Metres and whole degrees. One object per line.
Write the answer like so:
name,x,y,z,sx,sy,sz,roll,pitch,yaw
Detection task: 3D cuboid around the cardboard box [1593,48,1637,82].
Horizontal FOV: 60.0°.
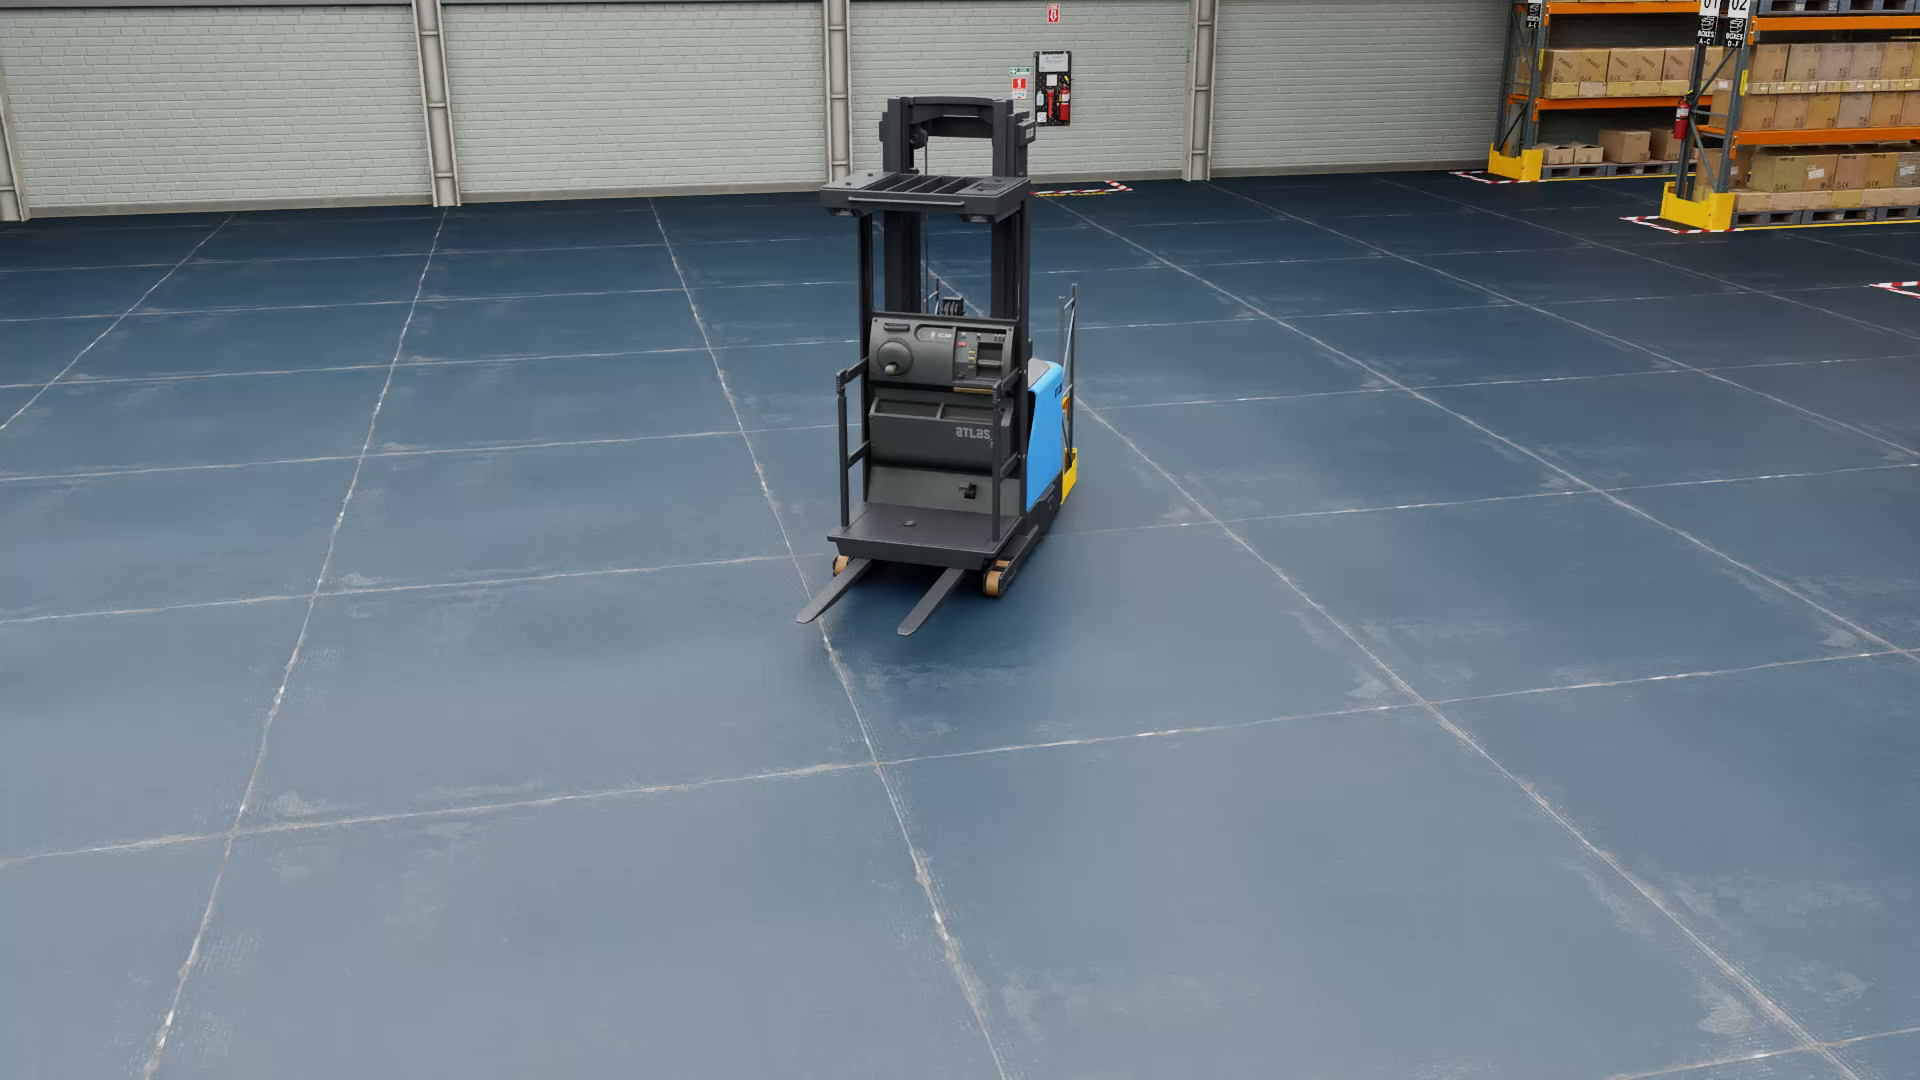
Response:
cardboard box,10.807,-7.862,27.515,0.500,0.500,0.500,-5,21,-14

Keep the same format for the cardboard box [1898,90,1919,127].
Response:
cardboard box,13.380,-6.184,23.689,0.500,0.500,0.700,-5,21,-13

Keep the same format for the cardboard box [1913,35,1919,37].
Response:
cardboard box,16.742,-8.713,29.011,0.250,0.149,0.380,-7,21,-20

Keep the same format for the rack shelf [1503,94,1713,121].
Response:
rack shelf,11.232,-7.380,28.145,4.000,0.370,1.077,-5,21,-12

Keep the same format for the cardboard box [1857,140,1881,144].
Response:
cardboard box,15.855,-7.149,29.464,0.500,0.500,0.700,-5,21,-13

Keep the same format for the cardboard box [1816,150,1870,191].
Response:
cardboard box,12.463,-5.245,23.569,0.500,0.500,0.500,-5,21,-12

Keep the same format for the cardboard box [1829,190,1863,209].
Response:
cardboard box,12.463,-4.893,23.699,0.500,0.250,0.500,-5,21,-12

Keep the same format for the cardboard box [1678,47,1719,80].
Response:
cardboard box,12.305,-7.984,27.849,0.500,0.500,0.500,-5,21,-13

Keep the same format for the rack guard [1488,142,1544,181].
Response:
rack guard,9.360,-6.391,28.036,0.348,0.500,1.175,-5,21,-12

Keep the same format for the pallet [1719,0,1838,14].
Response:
pallet,11.124,-7.315,22.692,1.213,0.211,1.003,-5,21,-12

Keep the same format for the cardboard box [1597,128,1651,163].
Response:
cardboard box,11.260,-6.703,28.247,0.500,0.500,0.700,-6,21,-16

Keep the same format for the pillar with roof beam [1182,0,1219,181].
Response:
pillar with roof beam,4.920,-8.805,22.269,0.400,9.000,9.100,-5,21,-12

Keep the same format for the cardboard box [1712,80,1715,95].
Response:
cardboard box,12.787,-7.676,28.096,0.500,0.250,0.500,-5,21,-12

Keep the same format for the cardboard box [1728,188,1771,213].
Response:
cardboard box,11.003,-4.775,23.377,0.500,0.250,0.500,-5,21,-12

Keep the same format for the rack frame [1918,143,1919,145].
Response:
rack frame,14.322,-6.218,23.928,0.127,3.000,1.000,-5,21,-12

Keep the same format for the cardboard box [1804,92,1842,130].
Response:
cardboard box,11.881,-6.061,23.355,0.500,0.500,0.700,-5,21,-12

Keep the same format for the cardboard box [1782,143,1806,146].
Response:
cardboard box,14.382,-7.030,29.139,0.500,0.500,0.700,-5,21,-14

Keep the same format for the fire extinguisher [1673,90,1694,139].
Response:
fire extinguisher,10.208,-6.011,23.476,0.183,0.674,0.296,-5,21,-12

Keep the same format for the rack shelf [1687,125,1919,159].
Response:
rack shelf,12.376,-5.722,23.619,4.000,0.370,1.077,-5,21,-12

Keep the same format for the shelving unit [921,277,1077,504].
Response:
shelving unit,0.283,-1.104,12.147,1.083,1.500,0.587,5,21,14

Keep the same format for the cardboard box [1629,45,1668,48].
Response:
cardboard box,11.683,-8.122,28.225,0.500,0.500,0.500,-4,21,-11

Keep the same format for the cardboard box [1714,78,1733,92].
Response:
cardboard box,10.757,-6.347,23.191,0.250,0.149,0.380,-5,21,-13

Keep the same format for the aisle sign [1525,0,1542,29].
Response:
aisle sign,9.285,-8.674,26.852,0.004,0.787,0.394,-5,21,-12

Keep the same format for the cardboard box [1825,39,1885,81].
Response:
cardboard box,12.427,-6.717,23.260,0.500,0.500,0.700,-5,21,-12

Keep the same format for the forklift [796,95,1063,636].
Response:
forklift,-0.177,-1.171,10.250,1.130,2.935,3.031,6,21,16

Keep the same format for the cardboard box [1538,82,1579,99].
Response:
cardboard box,9.834,-7.430,27.427,0.500,0.250,0.500,-5,21,-14

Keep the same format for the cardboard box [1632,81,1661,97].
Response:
cardboard box,11.326,-7.554,27.764,0.500,0.250,0.500,-4,21,-12

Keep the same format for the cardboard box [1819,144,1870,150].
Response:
cardboard box,12.826,-5.465,24.169,0.500,0.500,0.500,-5,21,-12

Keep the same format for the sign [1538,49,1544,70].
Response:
sign,9.411,-7.784,26.944,0.005,0.325,0.100,-5,21,-12

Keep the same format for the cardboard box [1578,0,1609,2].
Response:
cardboard box,10.200,-8.997,26.980,0.500,0.500,0.500,-3,20,-9

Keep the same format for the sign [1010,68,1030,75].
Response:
sign,0.960,-7.500,26.606,0.331,0.109,0.001,-5,21,-12

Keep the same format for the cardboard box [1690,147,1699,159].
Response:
cardboard box,12.665,-6.699,28.722,0.250,0.166,0.380,-7,21,-20

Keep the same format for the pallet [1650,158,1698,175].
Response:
pallet,12.533,-6.501,28.756,1.213,0.211,1.003,-5,21,-12

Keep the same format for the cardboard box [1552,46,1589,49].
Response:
cardboard box,10.188,-7.995,27.878,0.500,0.500,0.500,-4,21,-12

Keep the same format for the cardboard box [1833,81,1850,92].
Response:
cardboard box,12.114,-6.314,23.103,0.250,0.149,0.380,-5,21,-13

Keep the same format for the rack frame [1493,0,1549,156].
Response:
rack frame,9.286,-7.559,27.589,0.127,3.000,1.000,-5,21,-12

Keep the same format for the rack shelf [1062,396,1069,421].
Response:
rack shelf,0.274,-0.936,12.211,1.000,0.185,0.538,5,21,14

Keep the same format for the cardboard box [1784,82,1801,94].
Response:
cardboard box,11.360,-6.253,22.935,0.250,0.149,0.380,-5,21,-12

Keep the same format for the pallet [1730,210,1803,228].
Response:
pallet,11.164,-4.666,23.746,1.213,0.211,1.003,-5,21,-12

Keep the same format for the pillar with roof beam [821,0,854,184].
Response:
pillar with roof beam,-0.919,-8.330,20.972,0.400,9.000,9.100,-5,21,-12

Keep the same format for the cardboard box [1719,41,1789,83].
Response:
cardboard box,10.938,-6.594,22.924,0.500,0.500,0.700,-5,21,-12

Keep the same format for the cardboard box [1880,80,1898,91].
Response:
cardboard box,12.871,-6.376,23.271,0.250,0.149,0.380,-4,21,-11

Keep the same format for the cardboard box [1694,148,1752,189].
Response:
cardboard box,10.883,-5.301,23.723,0.500,0.500,0.500,-5,21,-12
